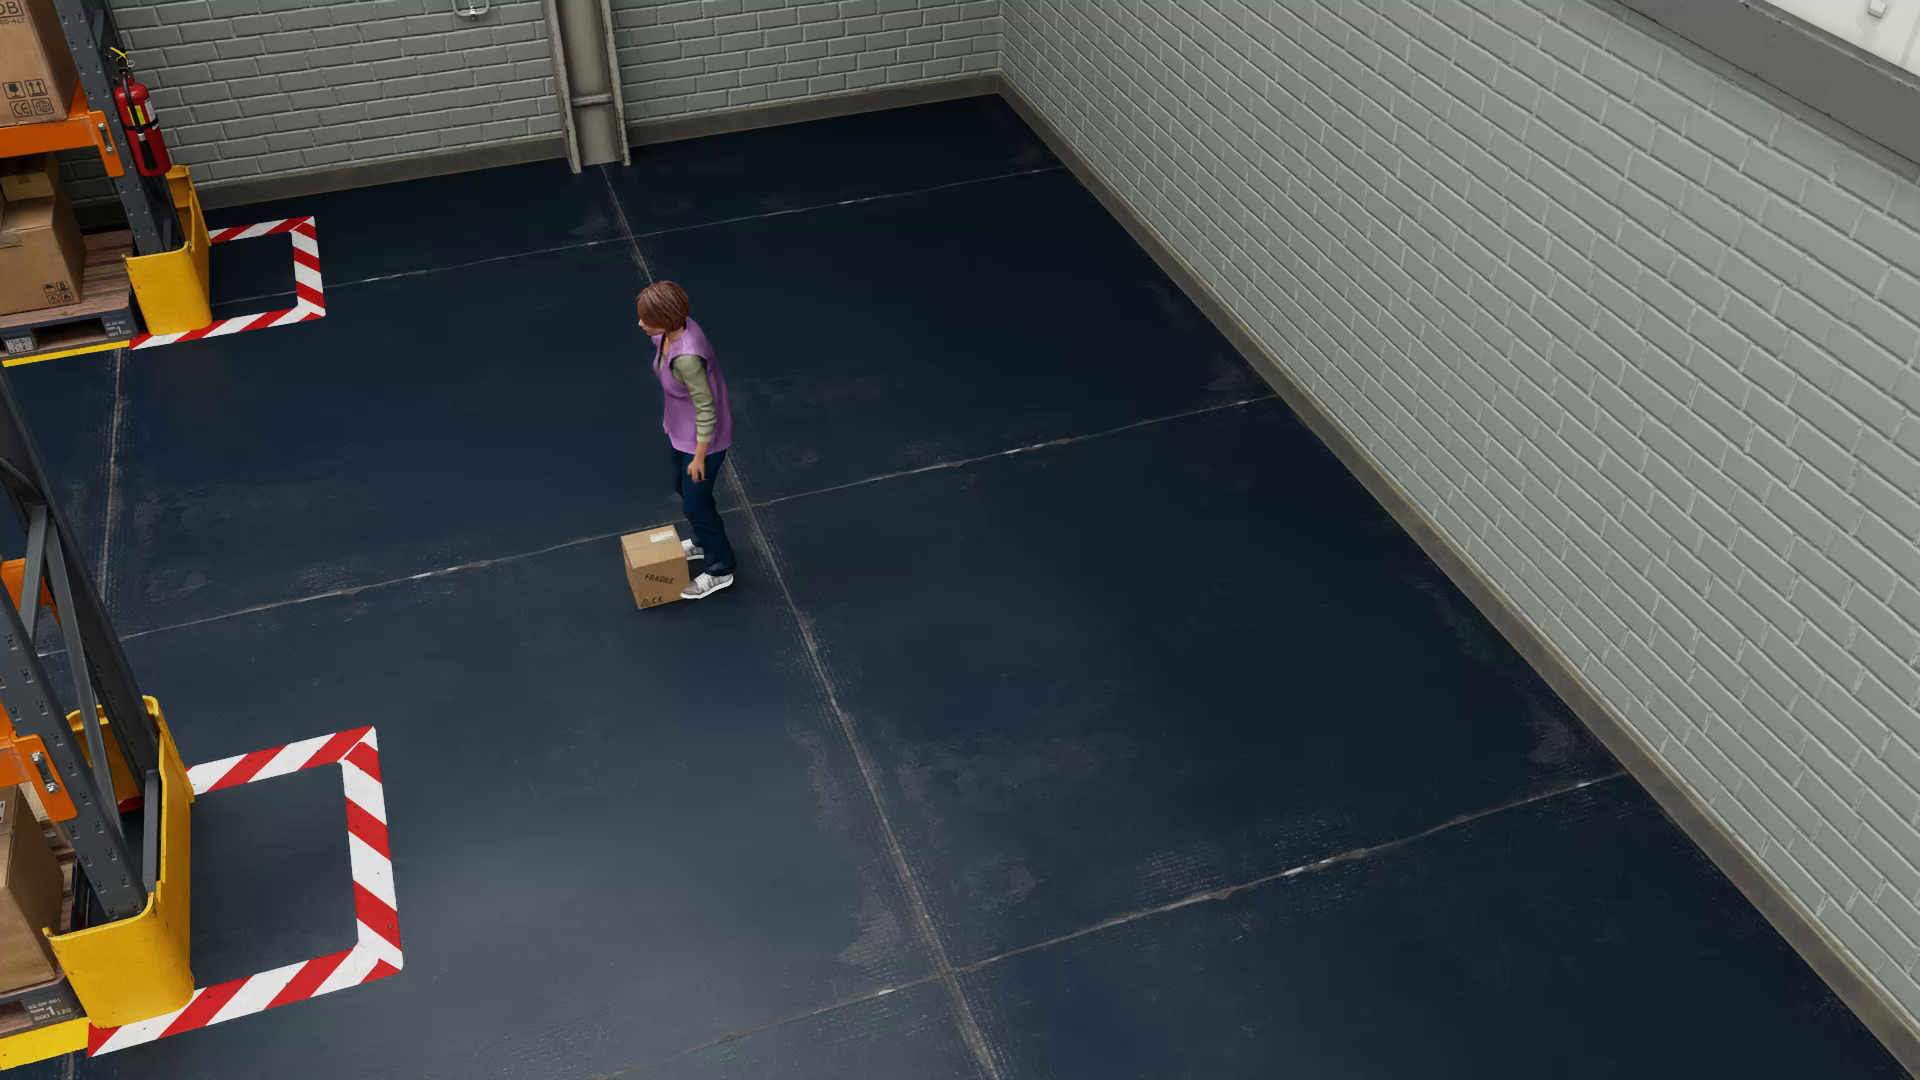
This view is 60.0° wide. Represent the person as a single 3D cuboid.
[{"bbox_3d":[-1.189,-0.449,7.374,0.341,1.577,0.485,-15,41,-18],"label":"person"}]
